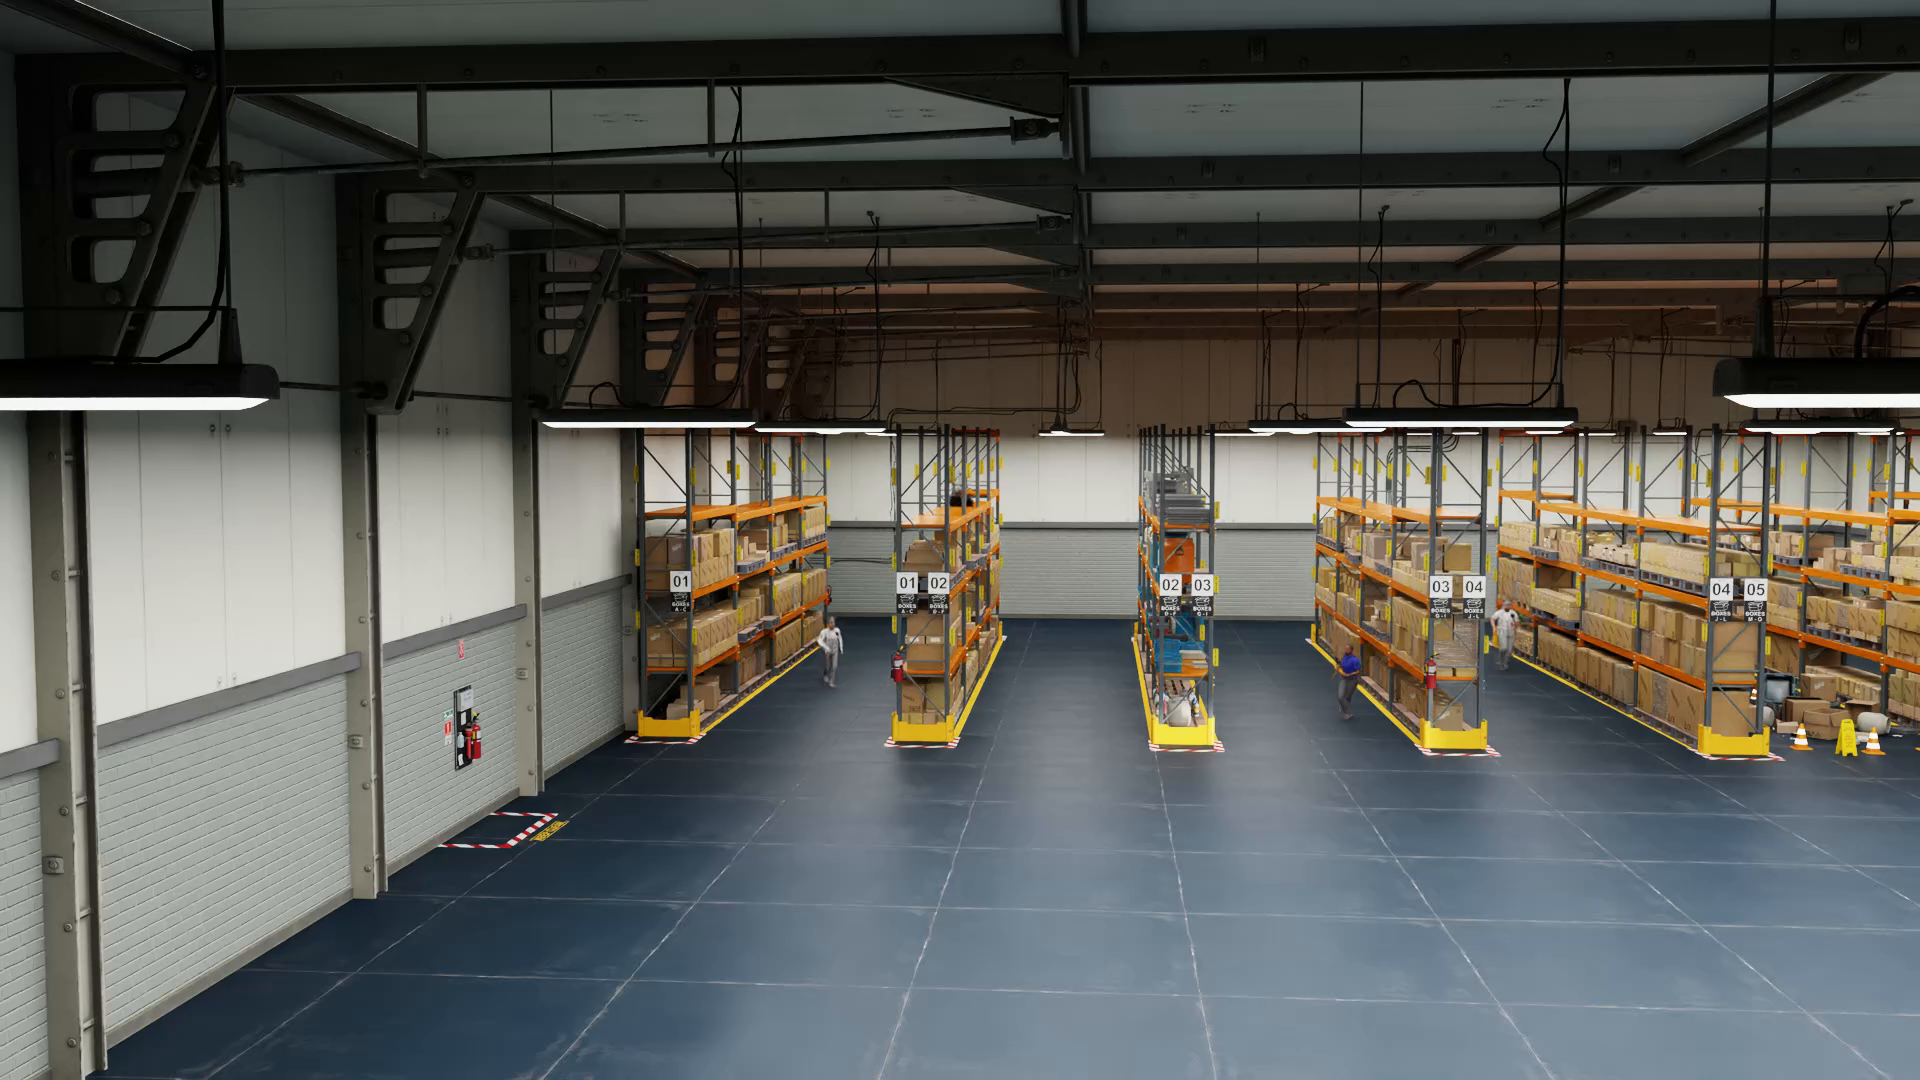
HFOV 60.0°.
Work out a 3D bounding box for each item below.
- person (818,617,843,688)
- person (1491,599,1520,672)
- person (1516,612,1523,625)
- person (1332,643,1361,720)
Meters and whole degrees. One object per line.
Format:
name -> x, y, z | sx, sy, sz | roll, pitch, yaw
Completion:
person -> -3.025, 2.575, 38.469 | 0.566, 1.646, 0.720 | -1, 4, -16
person -> 13.483, 2.354, 41.015 | 0.619, 1.815, 0.736 | 0, 3, -1
person -> 16.068, 1.971, 47.862 | 0.878, 1.680, 0.710 | -2, 4, -30
person -> 7.953, 2.891, 34.075 | 0.693, 1.590, 0.611 | 3, 5, 40
